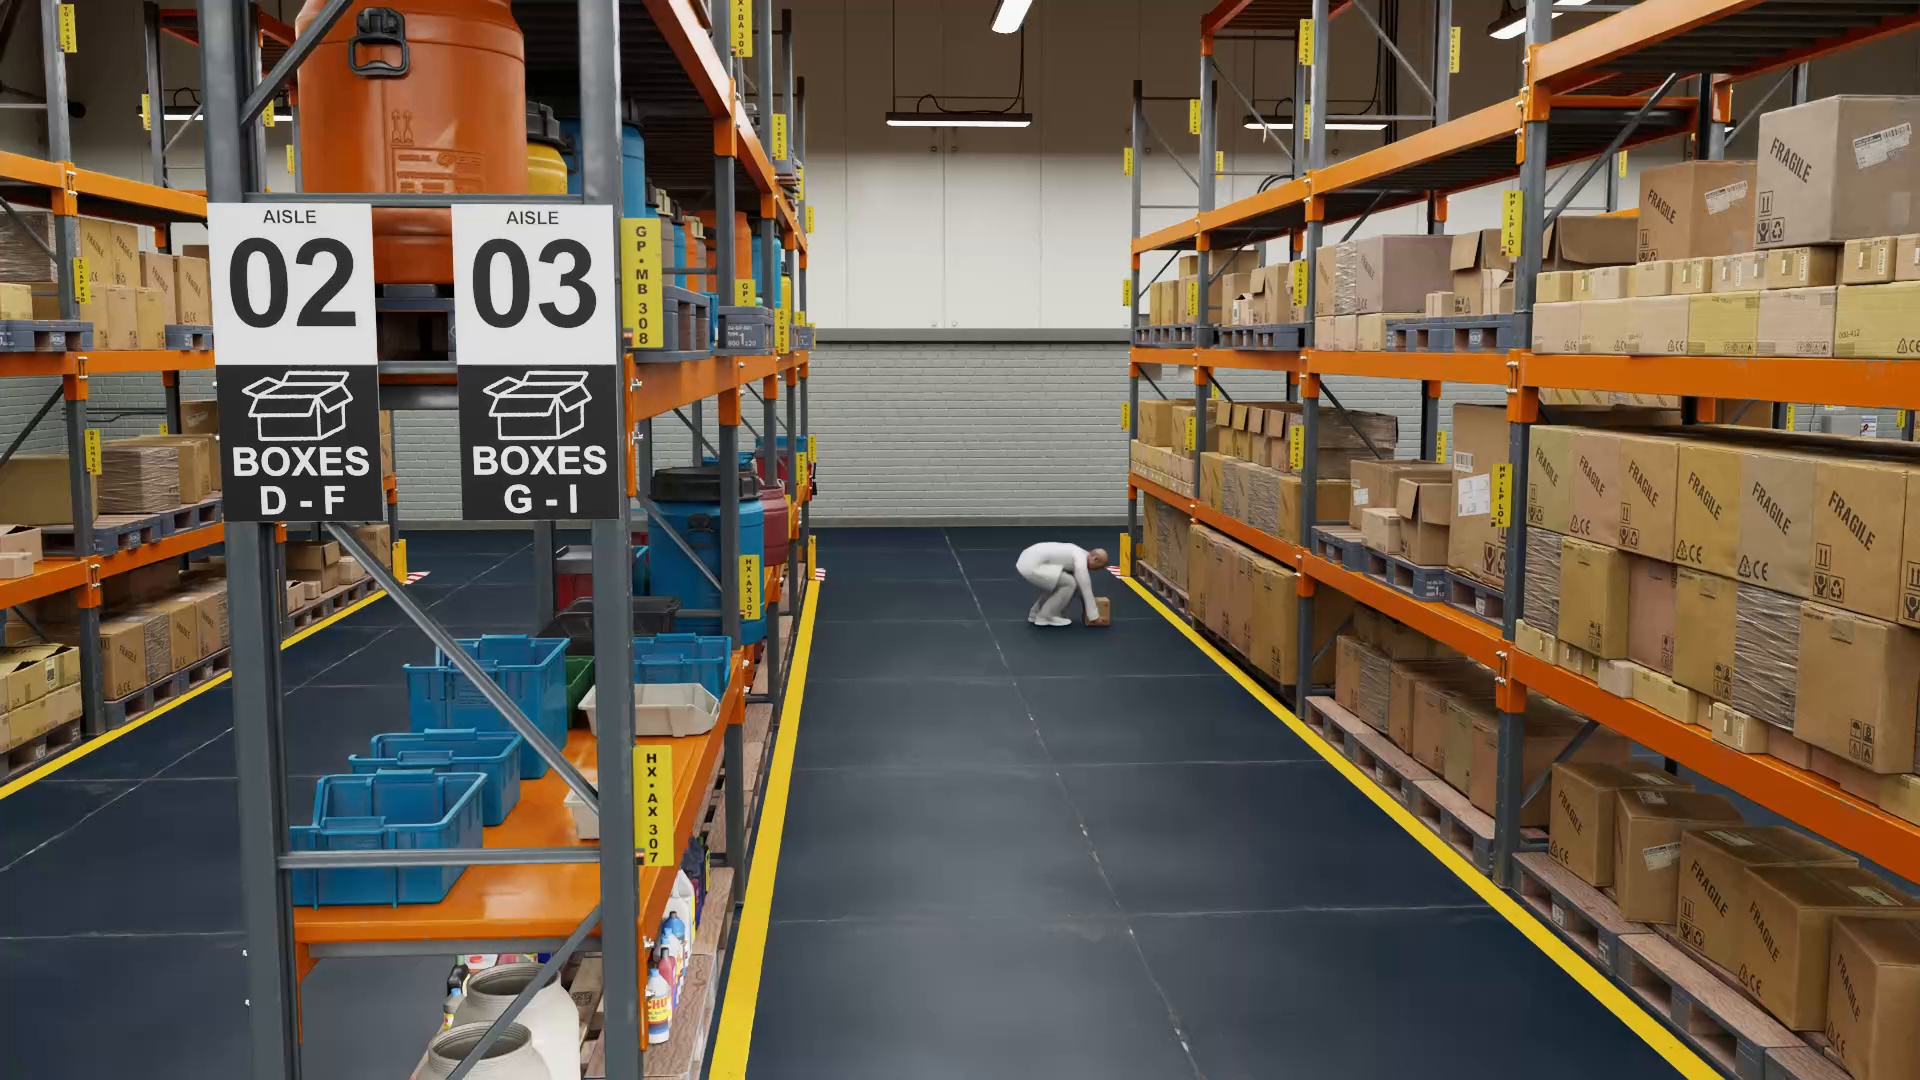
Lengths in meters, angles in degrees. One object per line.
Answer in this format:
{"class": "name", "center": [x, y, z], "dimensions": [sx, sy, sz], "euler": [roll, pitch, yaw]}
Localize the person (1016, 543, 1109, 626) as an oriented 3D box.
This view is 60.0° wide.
{"class": "person", "center": [1.050, 0.458, 17.042], "dimensions": [0.953, 0.849, 0.582], "euler": [-1, 7, -5]}
